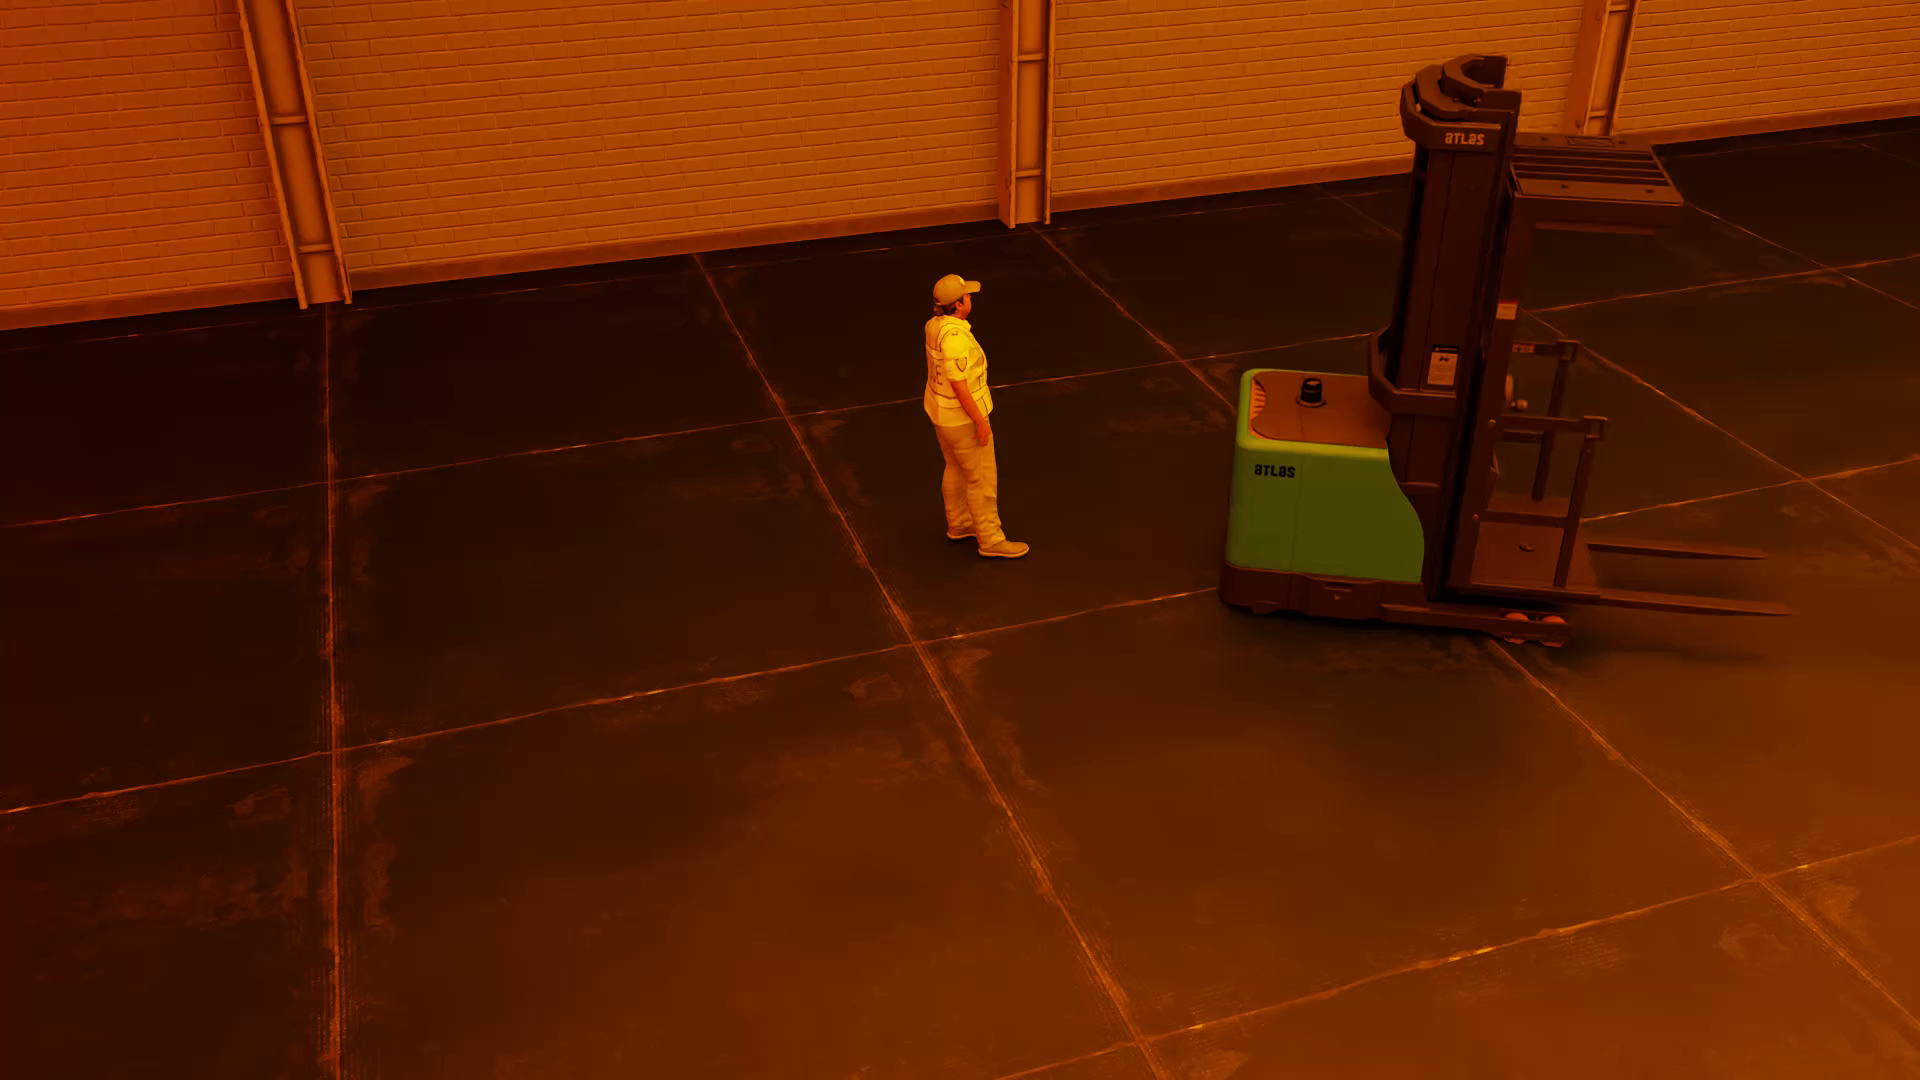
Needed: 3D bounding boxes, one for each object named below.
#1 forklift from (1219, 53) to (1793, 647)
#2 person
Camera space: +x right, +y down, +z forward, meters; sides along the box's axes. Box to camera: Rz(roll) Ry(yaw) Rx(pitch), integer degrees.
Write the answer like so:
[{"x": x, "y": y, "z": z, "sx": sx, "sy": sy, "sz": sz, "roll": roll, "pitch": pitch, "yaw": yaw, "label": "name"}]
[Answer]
[{"x": 3.024, "y": -0.978, "z": 8.787, "sx": 3.031, "sy": 2.935, "sz": 1.130, "roll": 5, "pitch": 30, "yaw": 9, "label": "forklift"}, {"x": 0.080, "y": -0.729, "z": 9.609, "sx": 0.529, "sy": 1.670, "sz": 0.598, "roll": -10, "pitch": 31, "yaw": -16, "label": "person"}]
